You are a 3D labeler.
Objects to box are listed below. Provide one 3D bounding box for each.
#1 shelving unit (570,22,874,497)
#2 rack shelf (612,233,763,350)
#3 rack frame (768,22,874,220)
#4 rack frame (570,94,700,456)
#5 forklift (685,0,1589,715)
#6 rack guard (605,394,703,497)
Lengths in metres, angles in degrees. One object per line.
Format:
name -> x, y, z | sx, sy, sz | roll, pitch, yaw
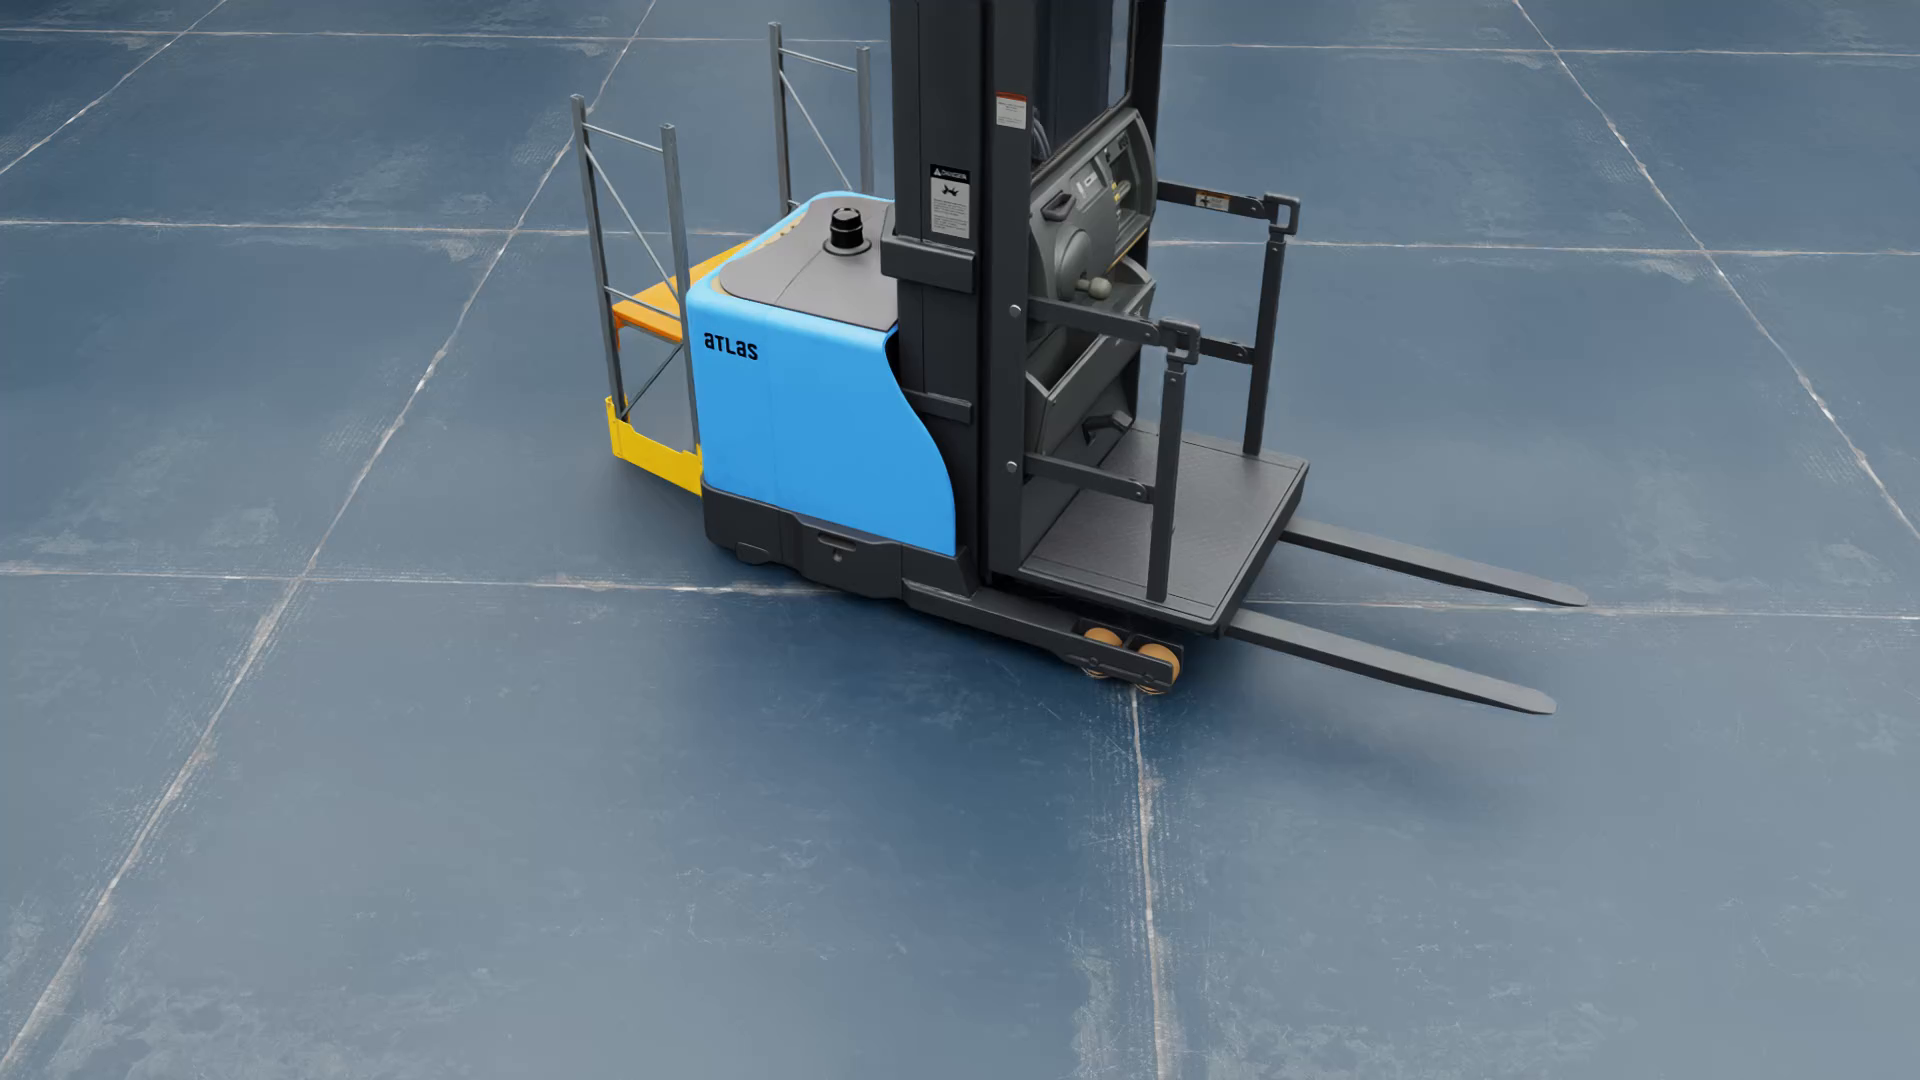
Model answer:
shelving unit -> -0.855, -1.106, 6.520 | 0.587, 1.500, 1.083 | 24, 42, 30
rack shelf -> -0.860, -0.955, 6.617 | 0.538, 0.185, 1.000 | 24, 42, 30
rack frame -> -0.547, -1.332, 6.842 | 0.500, 1.500, 0.032 | 24, 42, 30
rack frame -> -1.173, -0.872, 6.186 | 0.500, 1.500, 0.032 | 24, 42, 30
forklift -> 0.610, -1.037, 5.176 | 3.031, 2.935, 1.130 | 16, 38, 21
rack guard -> -1.161, -0.369, 6.558 | 0.587, 0.250, 0.087 | 24, 42, 30
